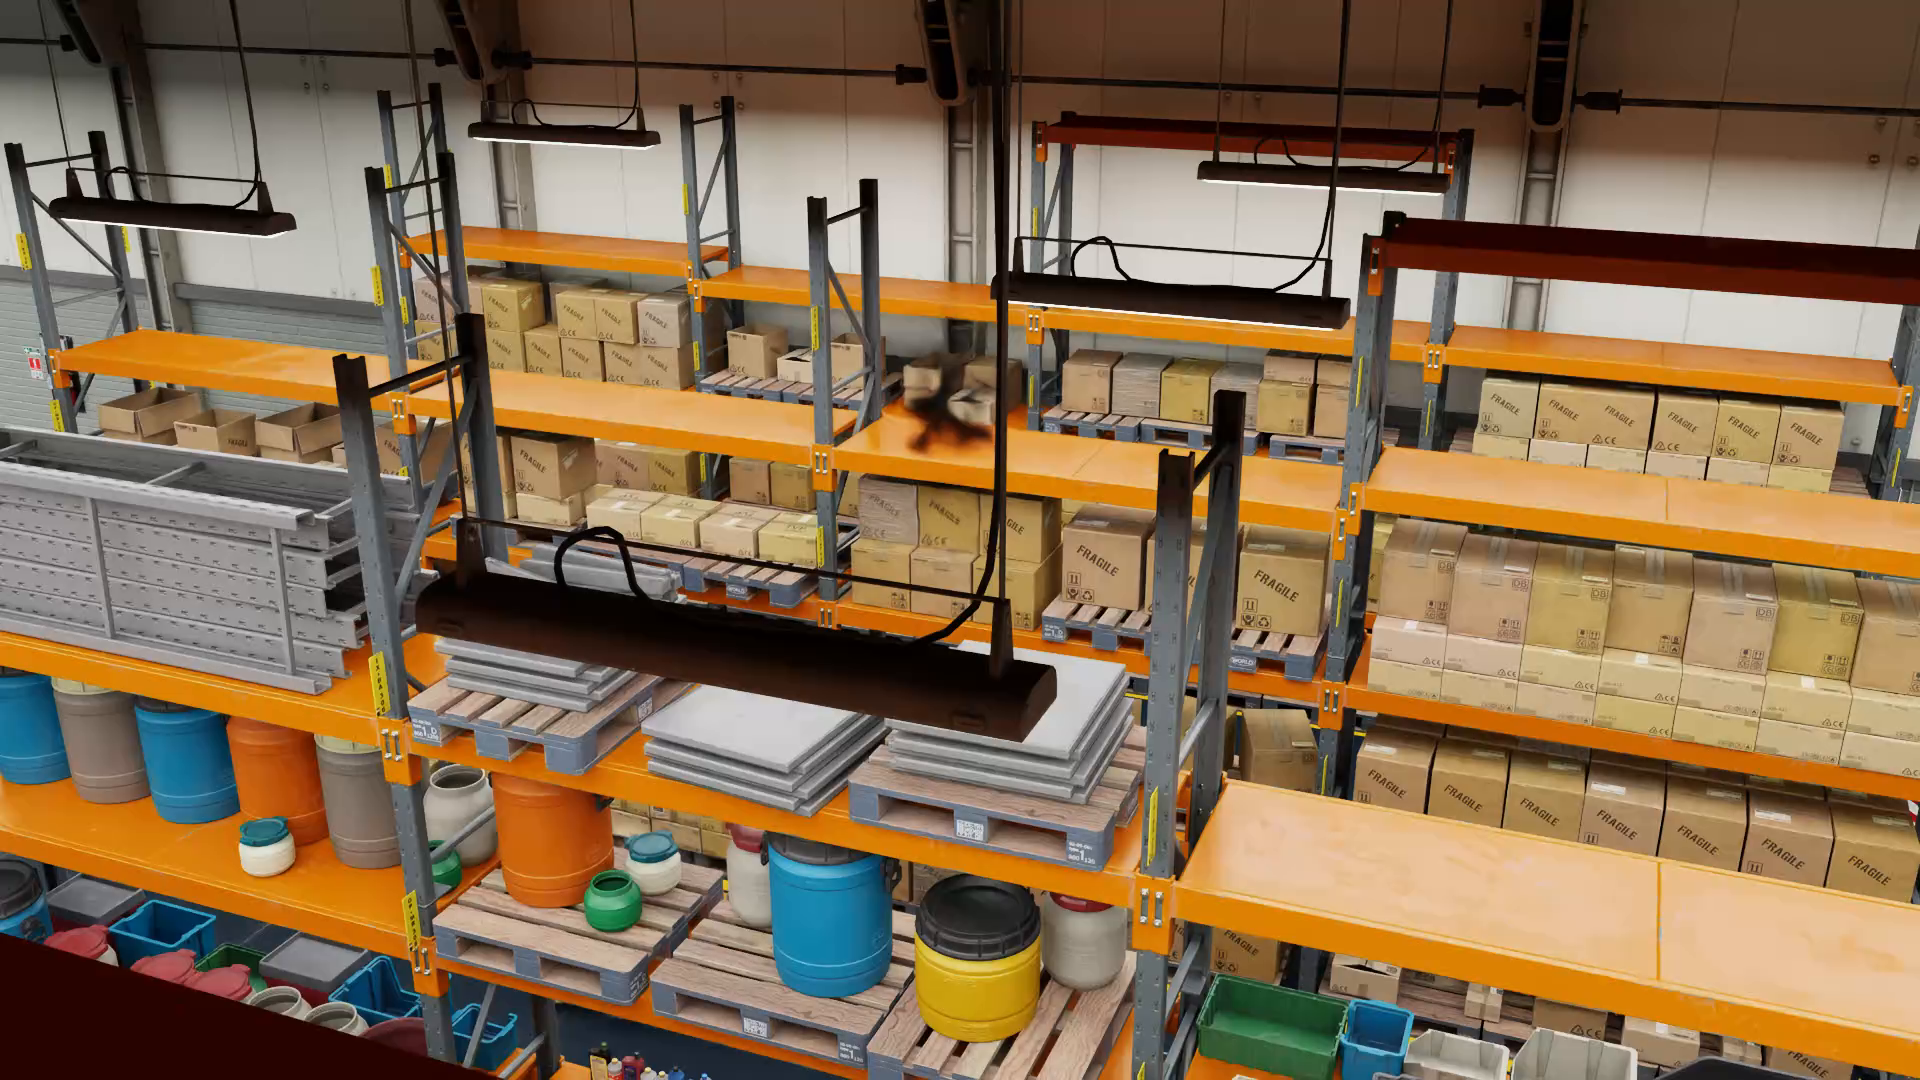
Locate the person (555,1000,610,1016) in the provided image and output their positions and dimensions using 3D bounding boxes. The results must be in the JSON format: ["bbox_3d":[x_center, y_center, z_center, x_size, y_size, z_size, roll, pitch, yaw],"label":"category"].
[{"bbox_3d":[-2.917,2.897,12.534,0.878,1.552,0.543,6,22,16],"label":"person"}]
